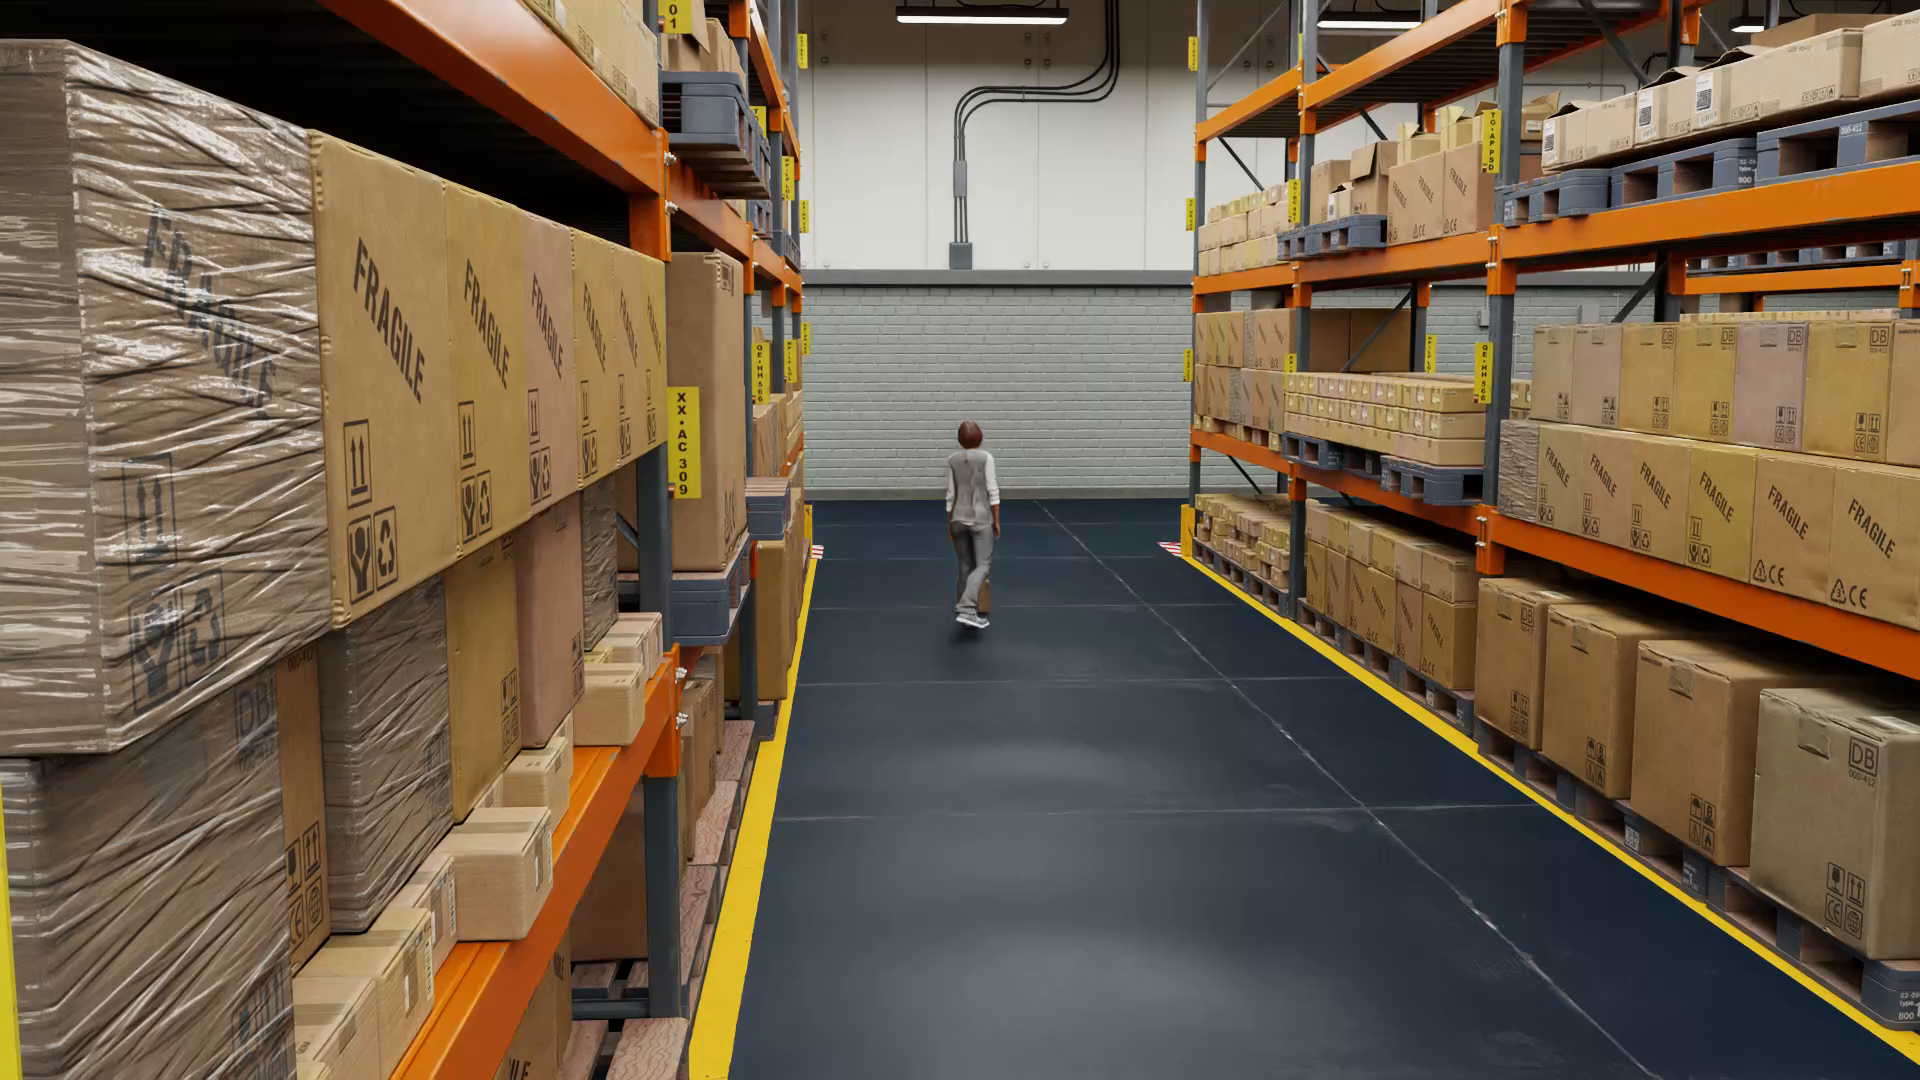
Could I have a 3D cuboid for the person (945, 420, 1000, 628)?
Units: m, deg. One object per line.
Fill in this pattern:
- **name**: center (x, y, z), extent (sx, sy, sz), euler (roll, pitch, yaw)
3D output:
- **person**: center (0.071, -0.102, 12.594), extent (0.435, 1.593, 0.618), euler (3, 8, 24)
